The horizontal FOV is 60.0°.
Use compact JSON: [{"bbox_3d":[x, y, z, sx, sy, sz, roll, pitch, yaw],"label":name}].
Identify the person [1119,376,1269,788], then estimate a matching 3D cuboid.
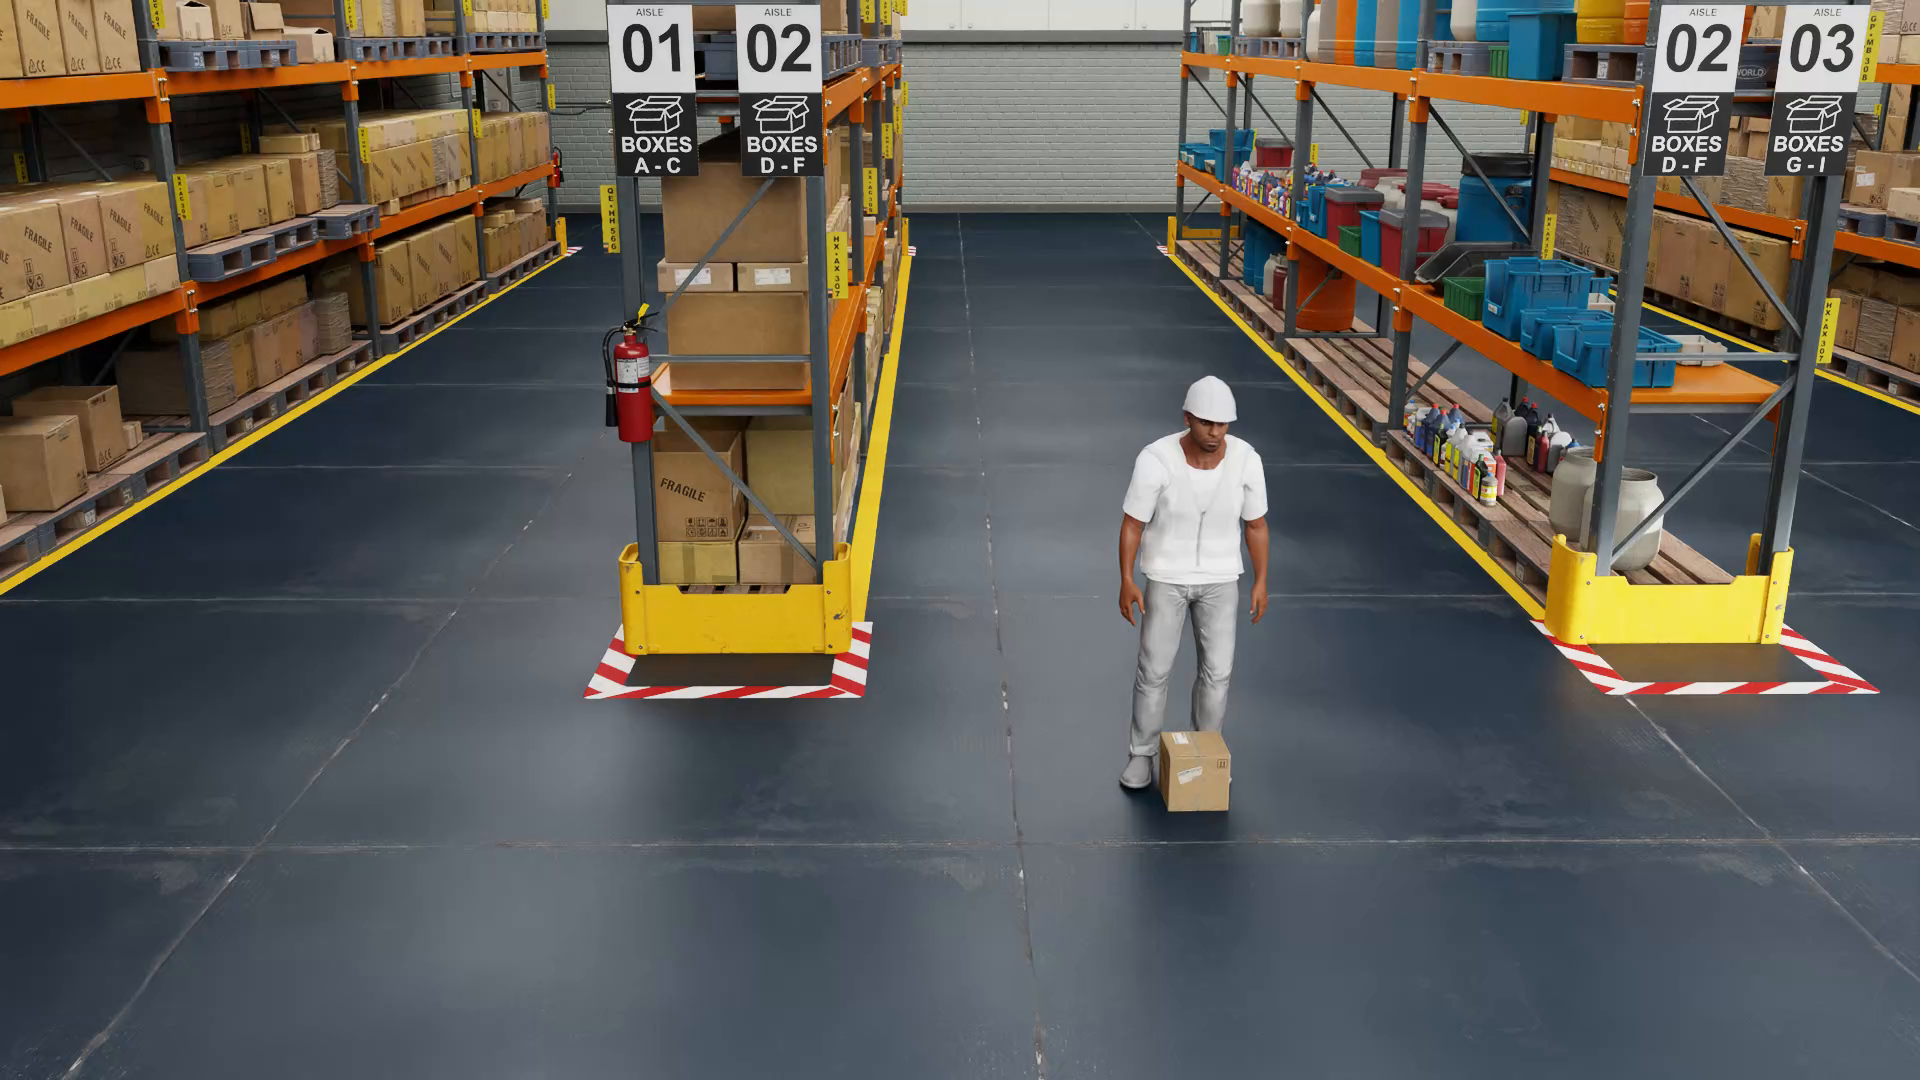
[{"bbox_3d":[0.974,0.177,6.934,0.636,1.761,0.454,-1,17,-3],"label":"person"}]
